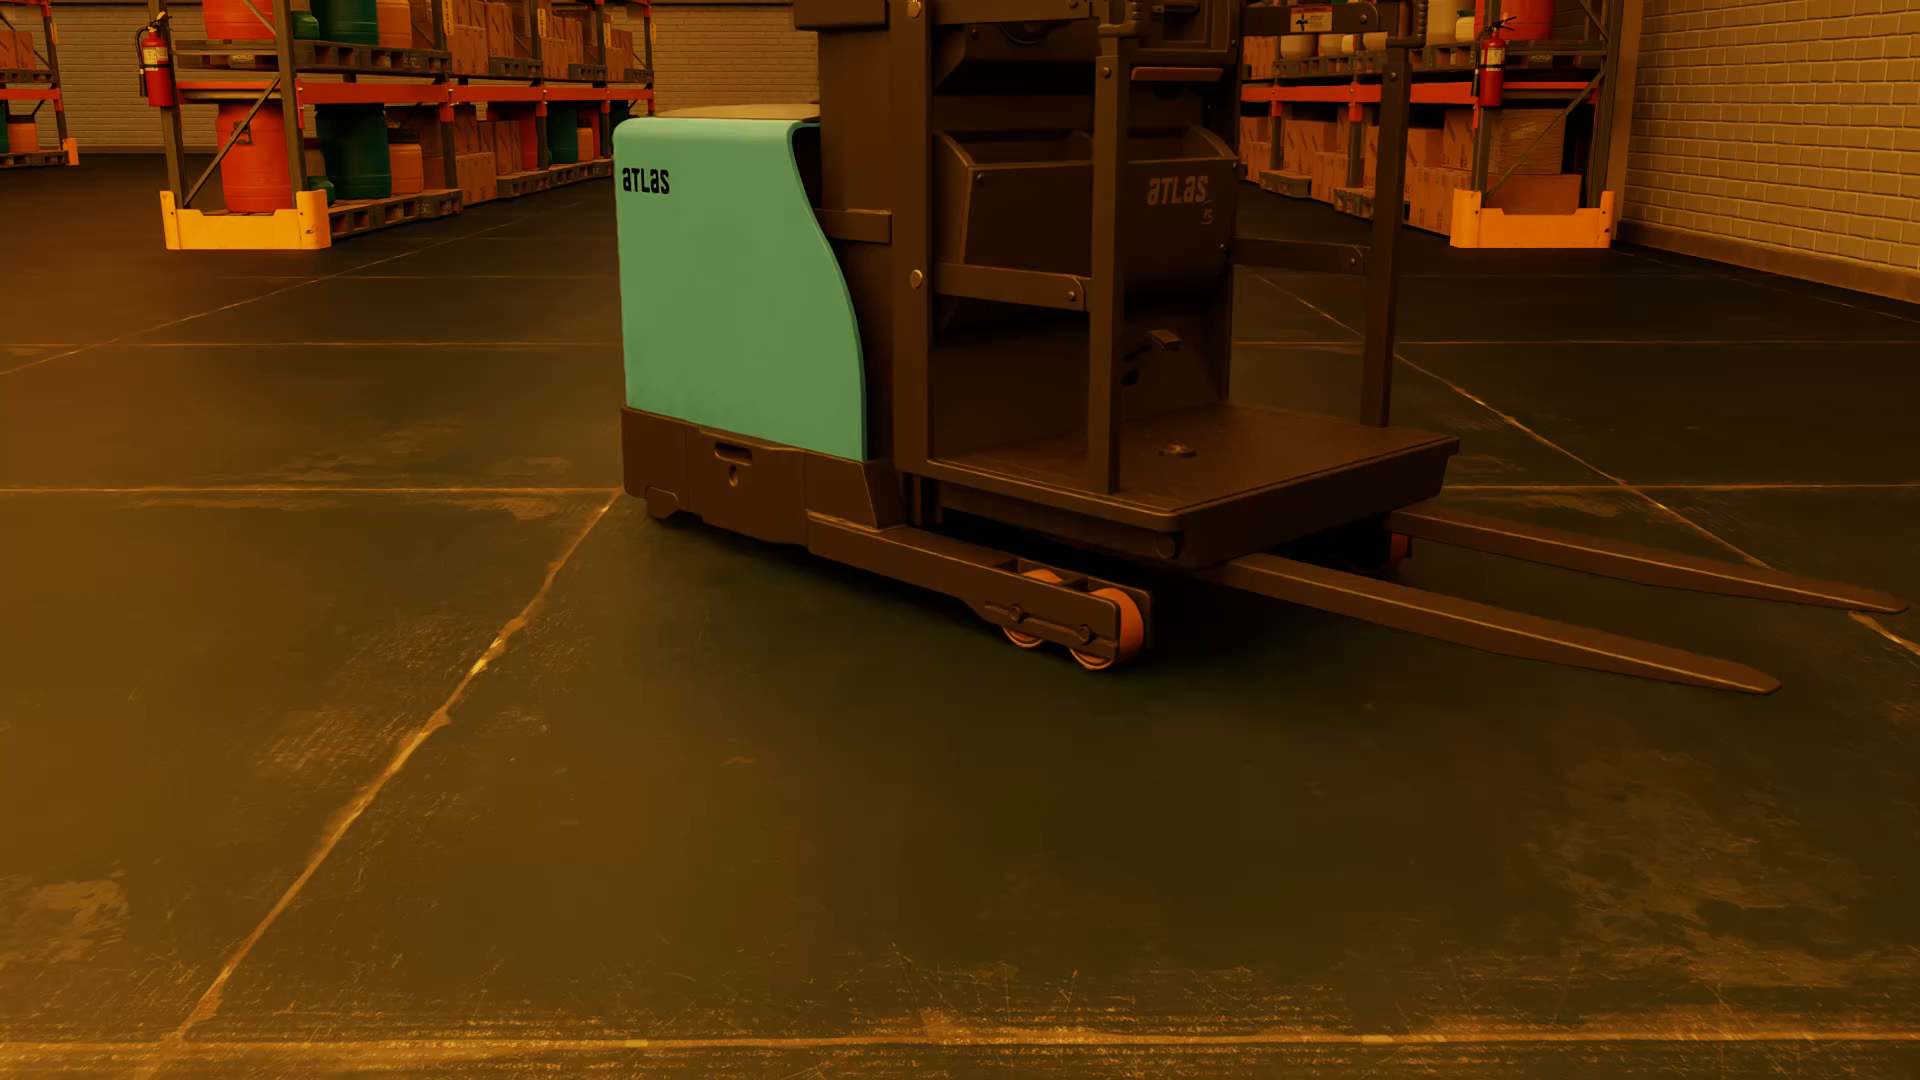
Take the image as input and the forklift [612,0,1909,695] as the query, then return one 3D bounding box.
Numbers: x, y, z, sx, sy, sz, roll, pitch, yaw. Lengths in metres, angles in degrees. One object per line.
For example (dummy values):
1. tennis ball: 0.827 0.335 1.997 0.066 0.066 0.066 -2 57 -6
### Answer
1. forklift: 0.456 -1.302 3.567 1.130 2.935 3.031 -14 20 -42
